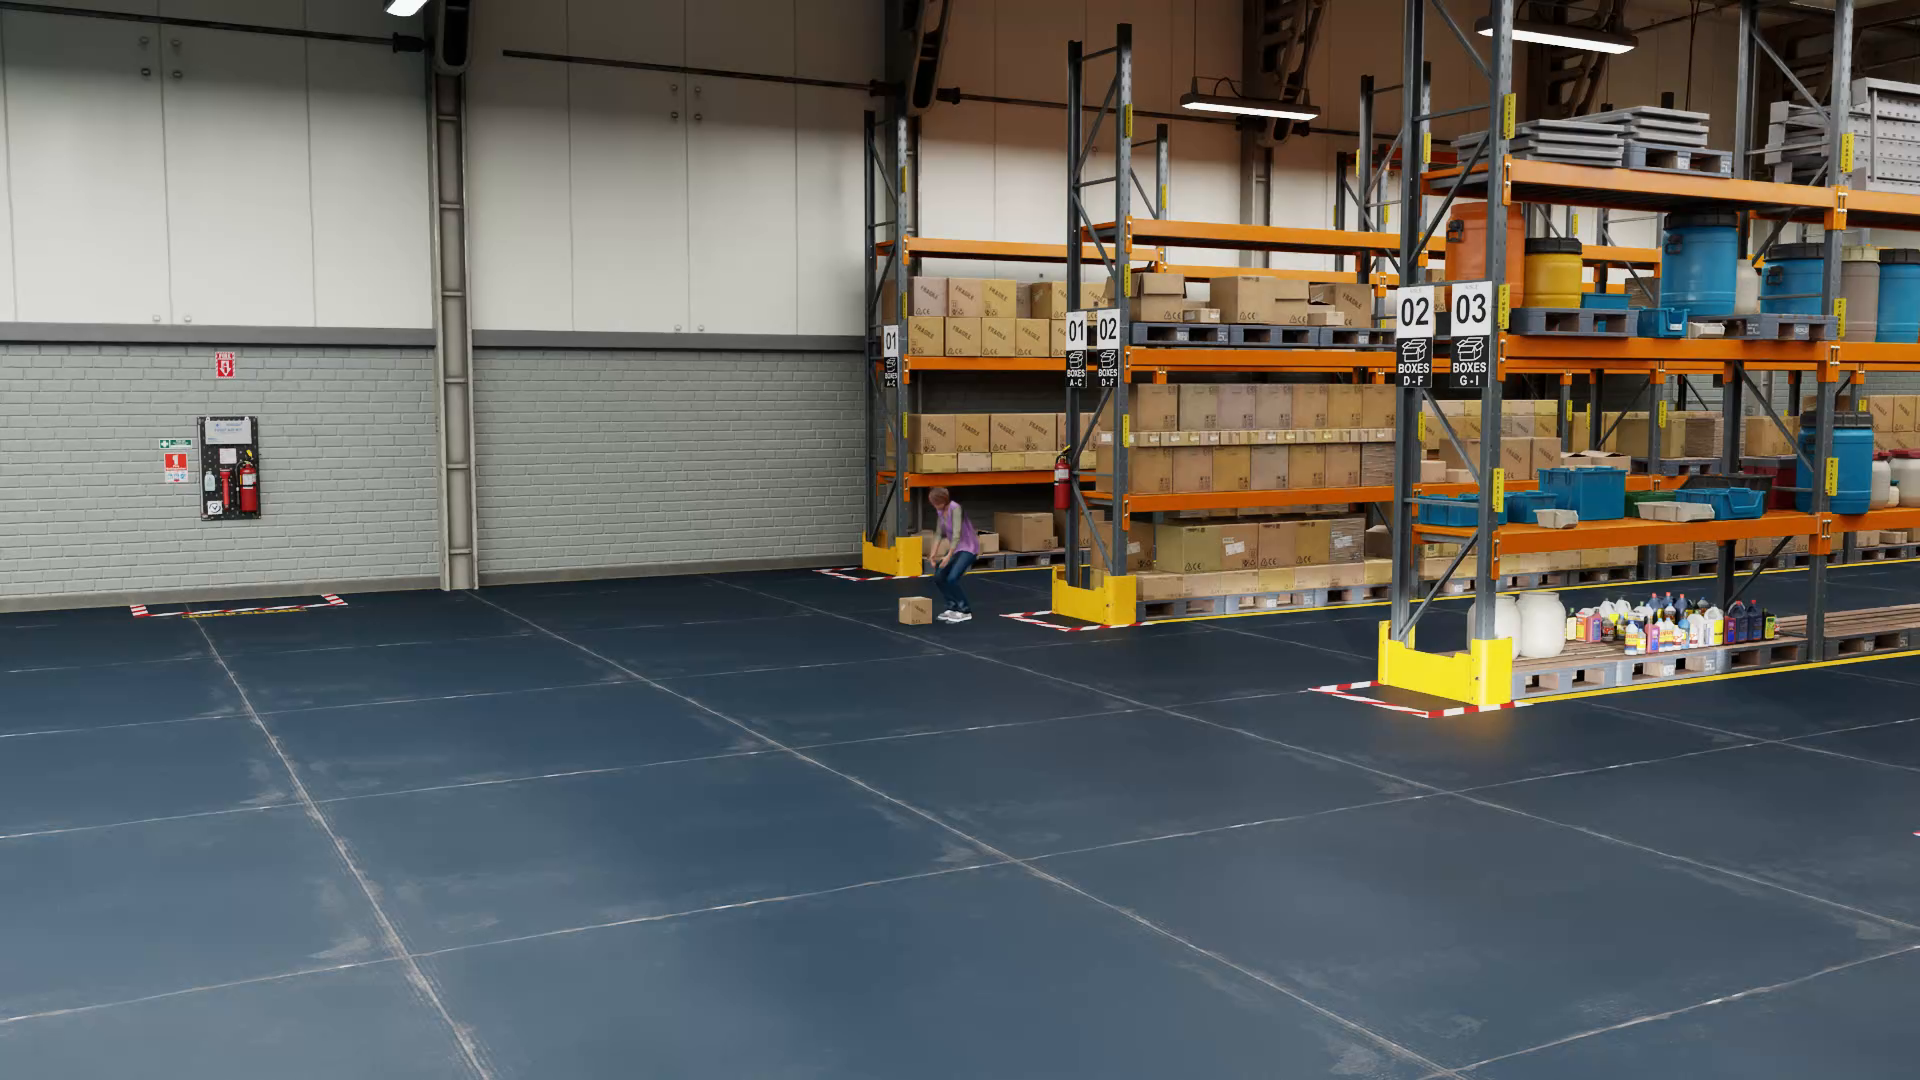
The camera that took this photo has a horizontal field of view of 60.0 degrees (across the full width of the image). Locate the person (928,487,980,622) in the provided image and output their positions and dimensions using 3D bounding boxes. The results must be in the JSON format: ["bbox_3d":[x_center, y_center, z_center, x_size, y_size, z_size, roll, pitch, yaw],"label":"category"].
[{"bbox_3d":[-0.062,0.153,17.215,0.581,1.381,0.458,-3,6,-28],"label":"person"}]
